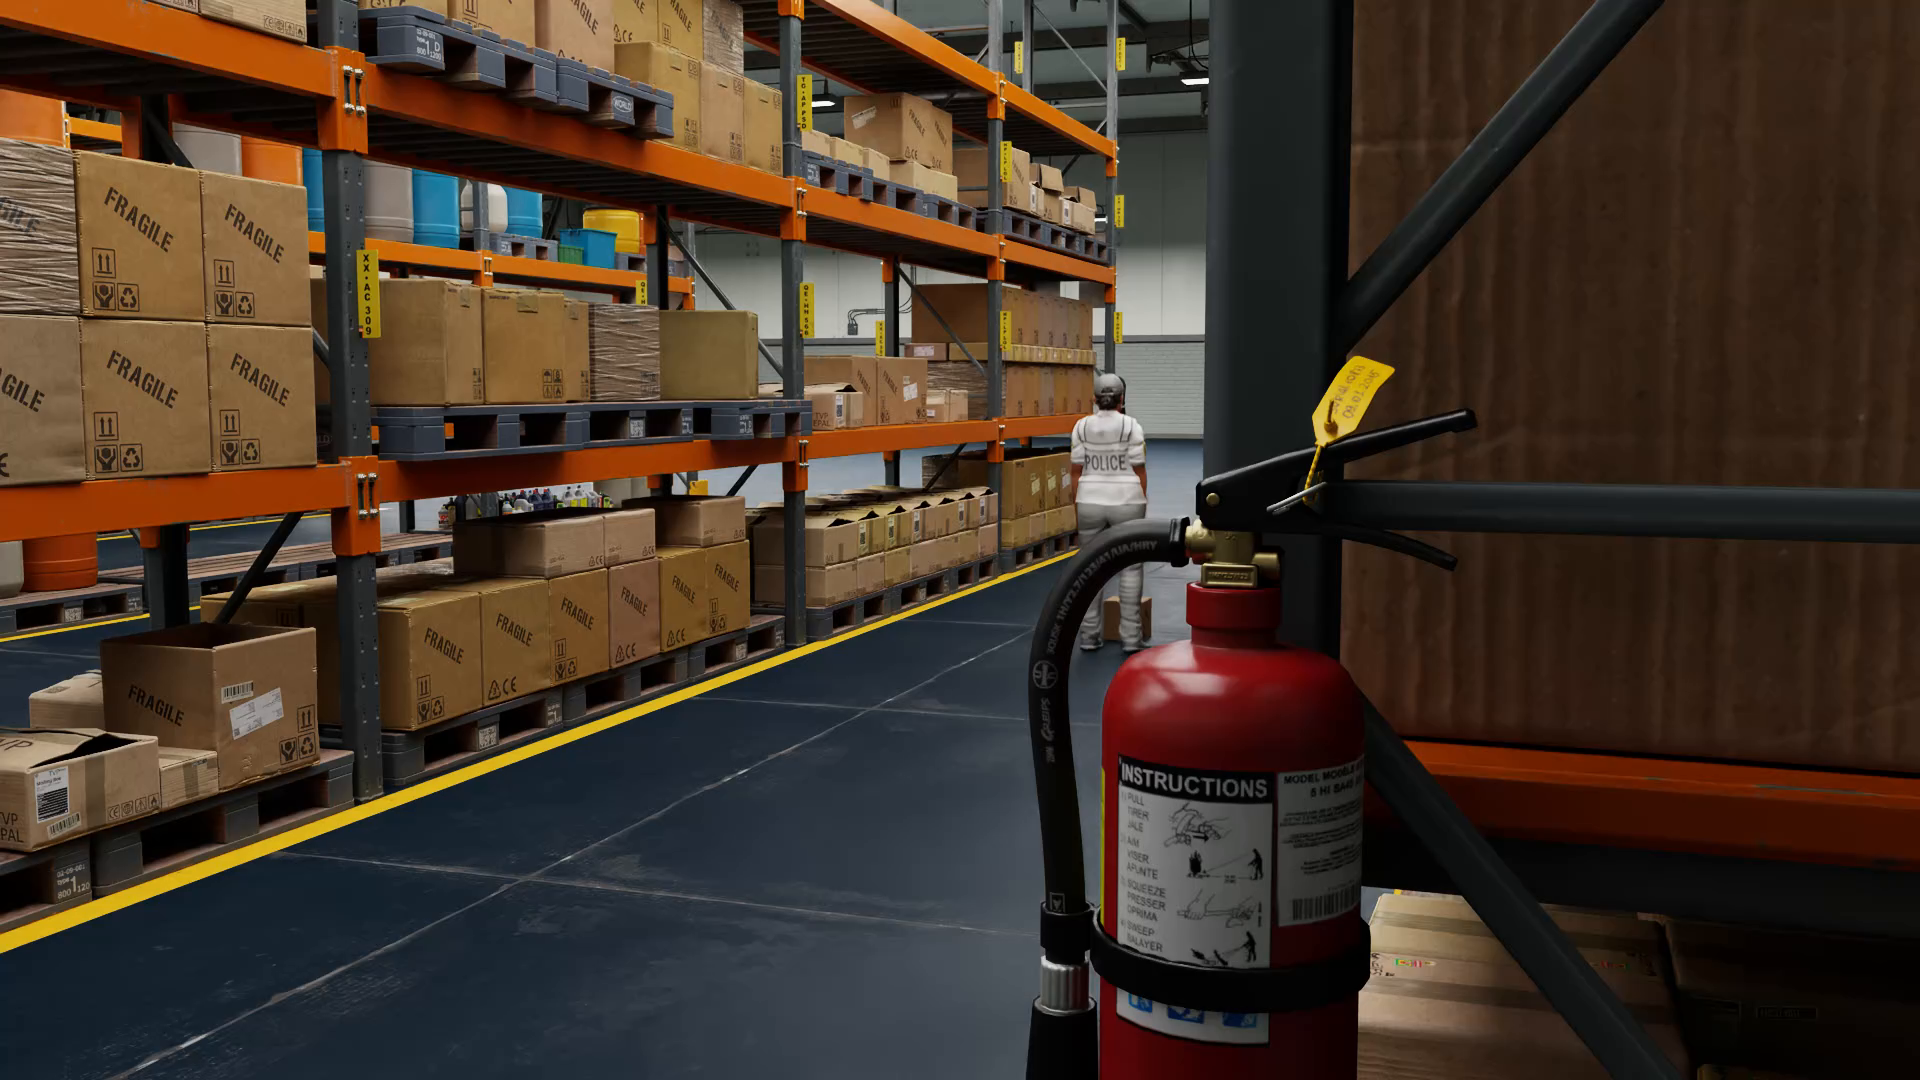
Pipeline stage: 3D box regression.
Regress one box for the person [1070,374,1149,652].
[{"bbox_3d":[0.904,-0.158,9.999,0.481,1.676,0.390,2,6,20],"label":"person"}]
